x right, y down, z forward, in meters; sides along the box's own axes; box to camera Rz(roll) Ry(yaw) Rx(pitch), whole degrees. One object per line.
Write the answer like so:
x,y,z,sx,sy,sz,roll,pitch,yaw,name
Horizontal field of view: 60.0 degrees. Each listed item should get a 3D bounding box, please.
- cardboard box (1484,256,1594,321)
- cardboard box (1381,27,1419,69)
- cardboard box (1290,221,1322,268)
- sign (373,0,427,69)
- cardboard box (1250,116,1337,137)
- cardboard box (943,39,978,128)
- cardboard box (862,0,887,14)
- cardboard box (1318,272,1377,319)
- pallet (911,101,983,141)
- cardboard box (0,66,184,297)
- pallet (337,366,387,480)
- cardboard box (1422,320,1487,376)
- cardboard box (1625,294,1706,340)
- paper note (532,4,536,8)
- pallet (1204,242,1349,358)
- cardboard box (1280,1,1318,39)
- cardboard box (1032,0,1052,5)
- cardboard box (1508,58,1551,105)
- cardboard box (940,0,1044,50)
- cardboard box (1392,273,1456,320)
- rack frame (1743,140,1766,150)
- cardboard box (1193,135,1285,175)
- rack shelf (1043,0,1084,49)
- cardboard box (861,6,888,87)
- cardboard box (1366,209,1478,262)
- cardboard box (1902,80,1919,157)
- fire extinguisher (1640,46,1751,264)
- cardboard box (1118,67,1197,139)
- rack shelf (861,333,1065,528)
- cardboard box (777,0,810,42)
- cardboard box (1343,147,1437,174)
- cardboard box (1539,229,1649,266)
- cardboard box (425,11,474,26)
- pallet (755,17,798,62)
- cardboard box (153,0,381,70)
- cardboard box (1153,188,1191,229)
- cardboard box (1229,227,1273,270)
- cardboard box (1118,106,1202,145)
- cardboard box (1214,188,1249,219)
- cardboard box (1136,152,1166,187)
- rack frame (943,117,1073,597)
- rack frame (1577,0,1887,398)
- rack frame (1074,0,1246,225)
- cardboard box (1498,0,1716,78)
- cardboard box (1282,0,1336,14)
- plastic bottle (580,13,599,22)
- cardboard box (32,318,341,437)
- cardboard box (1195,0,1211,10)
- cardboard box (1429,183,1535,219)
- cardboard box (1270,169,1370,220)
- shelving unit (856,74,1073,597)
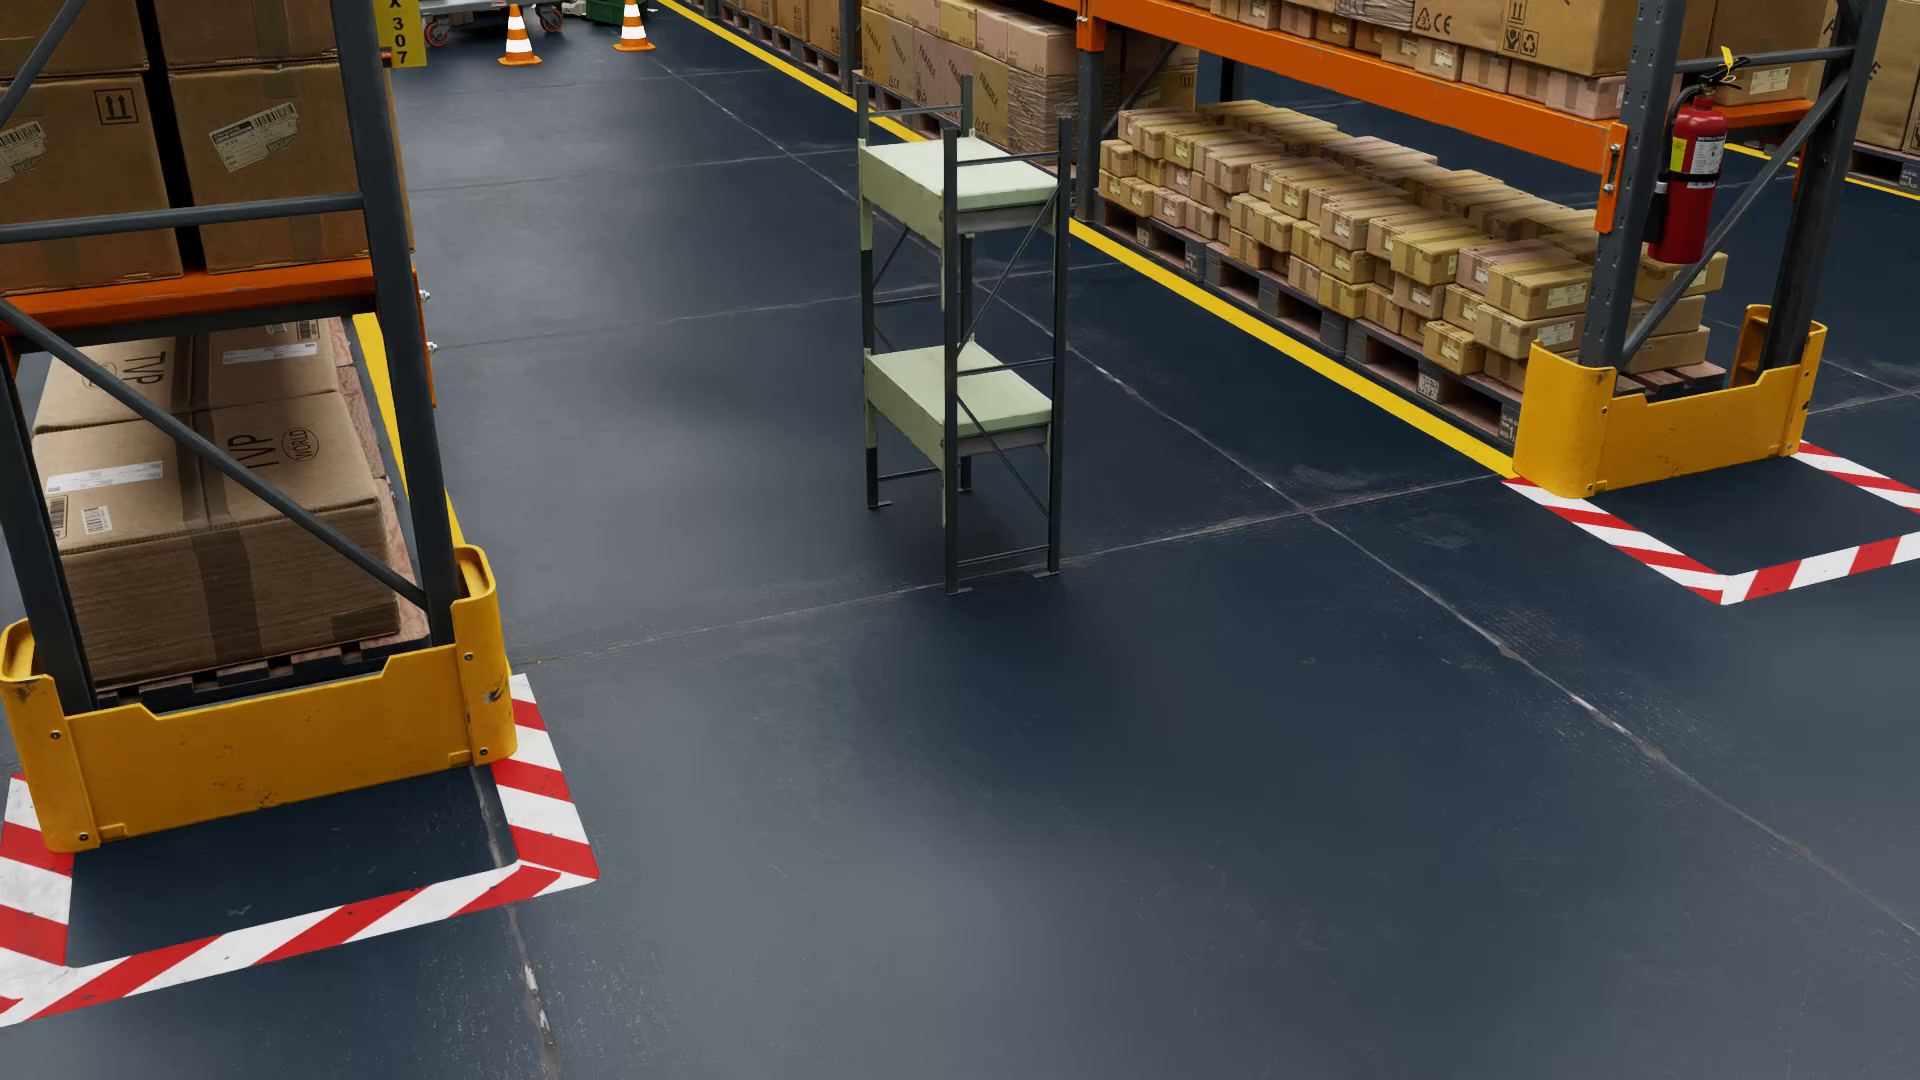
2.263,-0.972,6.414,0.380,0.149,0.250,-10,28,-20,cardboard box
1.943,-2.013,6.740,0.380,0.149,0.250,-12,28,-23,cardboard box
1.731,-1.355,7.538,0.380,0.149,0.250,-9,27,-18,cardboard box
-1.299,-1.253,3.820,0.100,0.325,0.005,-11,28,-21,sign
1.756,-2.122,8.770,0.380,0.149,0.250,-11,28,-21,cardboard box
0.218,-2.977,10.800,0.500,0.500,0.500,-11,28,-22,cardboard box
-0.383,-3.939,11.914,0.500,0.250,0.500,-12,28,-23,cardboard box
1.821,-1.108,7.372,0.380,0.149,0.250,-12,28,-23,cardboard box
0.349,-2.796,11.235,1.003,0.211,1.213,-11,28,-21,pallet
-2.244,-0.930,4.121,0.500,0.500,0.500,-10,28,-20,cardboard box
-2.671,-0.283,6.090,1.003,0.211,1.213,-11,28,-21,pallet
2.111,-0.797,6.735,0.380,0.149,0.250,-10,28,-19,cardboard box
2.734,-0.924,6.654,0.380,0.149,0.250,-9,28,-18,cardboard box
-4.212,-5.367,16.717,0.172,0.023,0.155,-1,26,-3,paper note
1.914,-1.230,8.029,1.003,0.211,1.213,-11,28,-21,pallet
1.655,-2.334,7.399,0.380,0.149,0.250,-9,28,-19,cardboard box
0.684,-3.409,10.829,0.500,0.250,0.500,-9,28,-19,cardboard box
2.253,-1.704,6.107,0.380,0.149,0.250,-11,28,-21,cardboard box
0.203,-3.322,10.651,0.500,0.250,0.500,-12,28,-23,cardboard box
2.029,-1.041,6.896,0.380,0.149,0.250,-12,28,-23,cardboard box
5.740,-4.053,10.632,1.000,3.000,0.127,-11,28,-21,rack frame
1.402,-1.925,8.367,0.380,0.149,0.250,-11,28,-22,cardboard box
0.353,-3.726,10.782,1.077,0.370,4.000,-11,28,-21,rack shelf
-0.387,-3.592,12.059,0.500,0.500,0.500,-12,28,-23,cardboard box
1.956,-1.281,7.048,0.380,0.149,0.250,-12,28,-23,cardboard box
6.277,-2.643,9.688,0.875,0.875,0.875,-11,28,-21,cardboard box
2.377,-1.243,5.391,0.296,0.674,0.183,-11,28,-21,fire extinguisher
1.091,-2.651,10.131,0.500,0.500,0.500,-9,28,-19,cardboard box
-0.003,-0.384,5.569,0.431,0.370,0.720,-11,28,-21,rack shelf
-0.931,-4.648,13.936,1.050,0.750,0.750,-10,28,-20,cardboard box
2.094,-1.804,8.118,0.380,0.149,0.250,-12,28,-22,cardboard box
2.592,-1.162,6.804,0.380,0.149,0.250,-10,28,-20,cardboard box
-4.856,-5.049,15.788,0.396,0.266,0.258,13,29,24,cardboard box
-1.143,-4.426,14.575,1.003,0.211,1.213,-11,28,-21,pallet
-1.738,-1.472,4.093,0.500,0.500,0.500,-11,28,-22,cardboard box
1.233,-1.748,8.682,0.380,0.149,0.250,-11,28,-21,cardboard box
1.529,-1.430,8.031,0.380,0.149,0.250,-11,28,-22,cardboard box
1.081,-2.242,9.015,0.380,0.149,0.250,-9,28,-19,cardboard box
1.484,-1.678,8.200,0.380,0.149,0.250,-9,28,-18,cardboard box
1.166,-1.995,8.848,0.380,0.149,0.250,-10,28,-20,cardboard box
0.141,-0.529,5.124,0.400,1.500,0.023,-11,28,-21,rack frame
2.703,-1.627,5.663,1.000,3.000,0.127,-11,28,-21,rack frame
1.137,-3.241,8.970,1.000,3.000,0.127,-11,28,-21,rack frame
2.290,-1.942,5.857,0.500,0.500,0.500,-10,28,-20,cardboard box
1.700,-2.557,7.116,0.500,0.500,0.500,-9,27,-18,cardboard box
-3.493,-5.003,15.927,0.283,0.061,0.133,18,31,33,plastic bottle
-2.529,-0.390,5.572,0.875,0.438,0.875,-10,28,-19,cardboard box
1.370,-2.657,8.060,0.380,0.149,0.250,-12,28,-23,cardboard box
2.338,-1.485,7.466,0.380,0.149,0.250,-9,28,-19,cardboard box
1.669,-1.606,7.714,0.380,0.149,0.250,-10,28,-20,cardboard box
-0.003,-0.677,5.426,0.431,1.500,0.755,-11,28,-21,shelving unit
